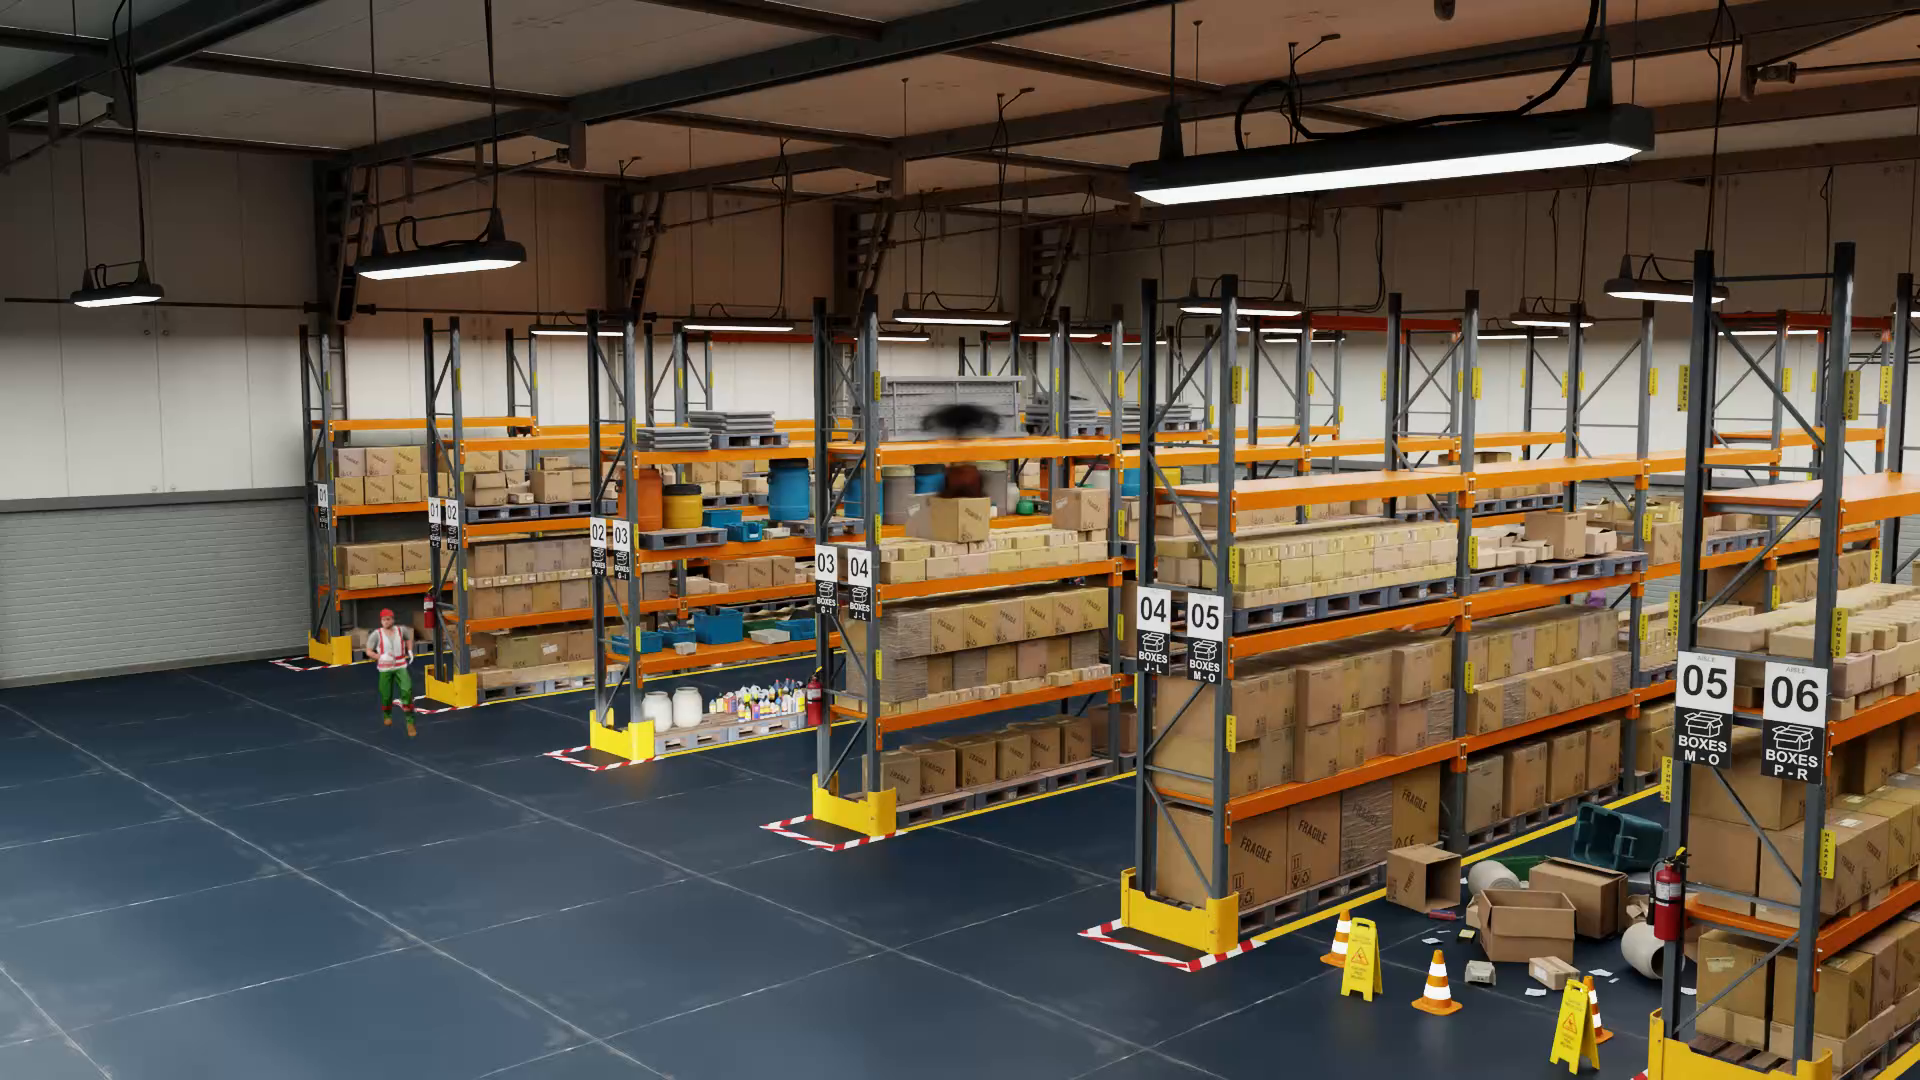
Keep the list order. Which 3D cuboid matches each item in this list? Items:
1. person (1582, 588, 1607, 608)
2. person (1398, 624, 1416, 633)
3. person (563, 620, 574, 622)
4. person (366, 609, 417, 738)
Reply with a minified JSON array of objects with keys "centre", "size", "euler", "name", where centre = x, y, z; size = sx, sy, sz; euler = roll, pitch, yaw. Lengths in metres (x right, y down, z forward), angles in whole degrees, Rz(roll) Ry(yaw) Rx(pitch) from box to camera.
[{"centre":[11.523,1.338,30.220],"size":[0.520,1.540,0.679],"euler":[0,6,3],"name":"person"},{"centre":[6.283,1.918,23.570],"size":[0.630,1.814,0.730],"euler":[5,8,40],"name":"person"},{"centre":[-7.193,1.257,30.512],"size":[0.522,1.691,0.780],"euler":[5,8,40],"name":"person"},{"centre":[-8.136,1.876,23.768],"size":[0.655,1.806,0.931],"euler":[-3,6,-24],"name":"person"}]
